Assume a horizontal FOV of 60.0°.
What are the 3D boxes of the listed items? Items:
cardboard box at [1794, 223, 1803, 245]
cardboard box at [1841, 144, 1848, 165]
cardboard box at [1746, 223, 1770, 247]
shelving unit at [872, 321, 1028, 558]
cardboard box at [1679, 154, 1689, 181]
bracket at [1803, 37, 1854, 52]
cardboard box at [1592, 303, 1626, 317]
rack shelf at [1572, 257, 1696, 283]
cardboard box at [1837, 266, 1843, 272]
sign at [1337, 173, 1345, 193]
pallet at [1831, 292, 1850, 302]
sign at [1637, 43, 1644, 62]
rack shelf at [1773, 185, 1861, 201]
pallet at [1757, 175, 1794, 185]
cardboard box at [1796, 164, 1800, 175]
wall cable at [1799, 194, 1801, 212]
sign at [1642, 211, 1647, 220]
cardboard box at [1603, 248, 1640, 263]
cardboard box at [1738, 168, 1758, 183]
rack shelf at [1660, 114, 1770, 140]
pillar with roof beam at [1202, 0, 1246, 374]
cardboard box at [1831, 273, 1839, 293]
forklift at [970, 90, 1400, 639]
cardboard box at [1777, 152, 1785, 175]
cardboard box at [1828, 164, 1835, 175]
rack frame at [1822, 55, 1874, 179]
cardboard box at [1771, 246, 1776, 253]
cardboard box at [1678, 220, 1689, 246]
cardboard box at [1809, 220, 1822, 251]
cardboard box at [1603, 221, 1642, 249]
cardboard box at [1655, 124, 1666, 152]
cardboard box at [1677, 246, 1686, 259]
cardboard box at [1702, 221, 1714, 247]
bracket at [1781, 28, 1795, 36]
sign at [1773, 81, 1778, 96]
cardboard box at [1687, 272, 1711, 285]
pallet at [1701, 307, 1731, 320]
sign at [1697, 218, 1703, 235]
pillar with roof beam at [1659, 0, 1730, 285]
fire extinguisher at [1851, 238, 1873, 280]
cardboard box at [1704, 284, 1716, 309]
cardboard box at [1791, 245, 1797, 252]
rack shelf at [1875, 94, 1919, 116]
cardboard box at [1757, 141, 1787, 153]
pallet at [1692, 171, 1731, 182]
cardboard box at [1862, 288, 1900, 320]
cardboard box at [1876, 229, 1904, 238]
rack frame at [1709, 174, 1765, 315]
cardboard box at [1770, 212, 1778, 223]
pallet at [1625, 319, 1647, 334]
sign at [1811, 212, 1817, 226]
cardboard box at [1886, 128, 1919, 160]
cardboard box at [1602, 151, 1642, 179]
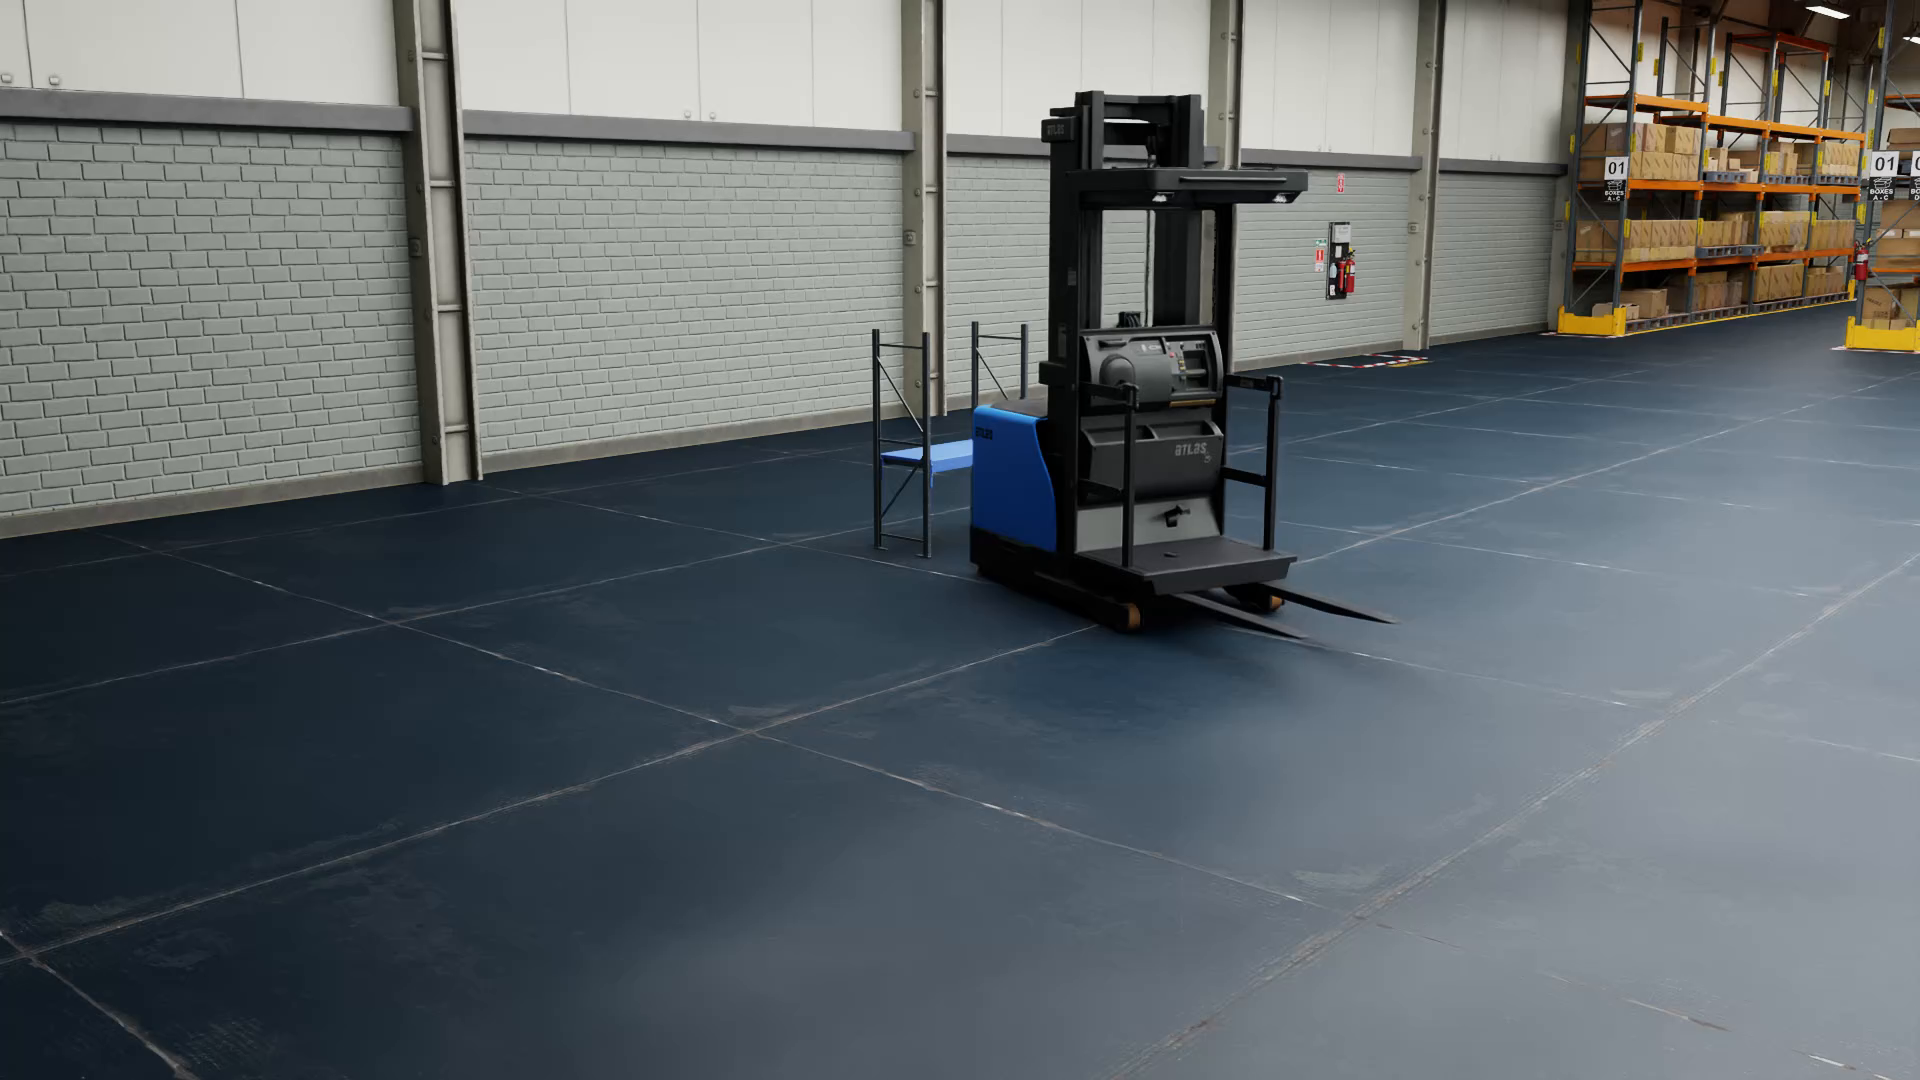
[{"bbox_3d":[19.157,-7.093,38.500,0.500,0.500,0.500,10,15,41],"label":"cardboard box"},{"bbox_3d":[21.287,-9.381,40.502,0.500,0.500,0.500,9,14,38],"label":"cardboard box"},{"bbox_3d":[17.474,-6.720,36.631,0.500,0.500,0.500,10,15,42],"label":"cardboard box"},{"bbox_3d":[-0.056,-0.723,11.501,0.538,1.500,1.048,10,15,40],"label":"shelving unit"},{"bbox_3d":[13.829,-7.239,32.331,0.500,0.500,0.500,8,14,36],"label":"cardboard box"},{"bbox_3d":[21.655,-12.381,41.535,0.076,0.066,4.783,10,15,40],"label":"bracket"},{"bbox_3d":[12.204,-4.287,31.258,0.500,0.311,0.500,8,14,34],"label":"cardboard box"},{"bbox_3d":[13.000,-5.241,32.130,1.077,0.370,4.000,10,15,40],"label":"rack shelf"},{"bbox_3d":[21.907,-6.794,41.720,0.380,0.149,0.250,10,15,40],"label":"cardboard box"},{"bbox_3d":[5.792,-5.422,25.278,0.001,0.298,0.199,10,15,40],"label":"sign"},{"bbox_3d":[21.773,-6.158,42.006,1.003,0.211,1.213,10,15,40],"label":"pallet"},{"bbox_3d":[12.088,-8.668,29.548,0.100,0.325,0.005,10,15,40],"label":"sign"},{"bbox_3d":[20.922,-8.478,40.676,1.077,0.370,4.000,10,15,40],"label":"rack shelf"},{"bbox_3d":[18.082,-8.121,37.539,1.003,0.211,1.213,11,16,43],"label":"pallet"},{"bbox_3d":[19.877,-8.849,39.752,0.500,0.250,0.500,10,15,41],"label":"cardboard box"},{"bbox_3d":[22.377,-8.463,43.829,0.084,1.984,1.851,10,15,40],"label":"wall cable"},{"bbox_3d":[13.901,-6.527,33.776,0.100,0.325,0.005,10,15,40],"label":"sign"},{"bbox_3d":[12.241,-5.267,30.753,0.500,0.250,0.500,9,15,39],"label":"cardboard box"},{"bbox_3d":[16.689,-7.773,35.487,0.500,0.311,0.500,10,15,40],"label":"cardboard box"},{"bbox_3d":[15.641,-8.575,34.528,1.077,0.370,4.000,10,15,40],"label":"rack shelf"},{"bbox_3d":[6.805,-6.134,19.448,9.100,9.000,0.400,10,15,40],"label":"pillar with roof beam"},{"bbox_3d":[21.525,-6.444,41.627,0.700,0.500,0.500,10,15,40],"label":"cardboard box"},{"bbox_3d":[1.222,-1.030,9.383,1.130,2.935,3.031,-6,13,-29],"label":"forklift"},{"bbox_3d":[18.240,-8.530,37.723,0.700,0.500,0.500,10,15,40],"label":"cardboard box"},{"bbox_3d":[20.603,-8.858,39.800,0.500,0.250,0.500,9,15,39],"label":"cardboard box"},{"bbox_3d":[22.242,-10.596,41.785,1.000,3.000,0.127,10,15,40],"label":"rack frame"},{"bbox_3d":[18.181,-6.575,37.561,0.380,0.149,0.250,10,15,41],"label":"cardboard box"},{"bbox_3d":[13.916,-6.008,32.553,0.500,0.500,0.500,10,15,40],"label":"cardboard box"},{"bbox_3d":[19.972,-7.290,39.786,0.980,0.700,0.700,10,15,41],"label":"cardboard box"},{"bbox_3d":[12.221,-5.635,30.683,0.500,0.500,0.500,10,15,40],"label":"cardboard box"},{"bbox_3d":[12.816,-7.489,31.031,0.500,0.500,0.500,10,15,42],"label":"cardboard box"},{"bbox_3d":[13.900,-5.643,32.639,0.500,0.250,0.500,10,15,41],"label":"cardboard box"},{"bbox_3d":[15.056,-6.305,34.240,0.500,0.500,0.700,-10,15,-42],"label":"cardboard box"},{"bbox_3d":[19.406,-11.880,39.026,0.235,0.232,0.430,10,15,40],"label":"bracket"},{"bbox_3d":[19.201,-10.618,39.109,0.100,0.325,0.005,10,15,40],"label":"sign"},{"bbox_3d":[15.423,-5.499,34.927,0.500,0.250,0.500,9,15,39],"label":"cardboard box"},{"bbox_3d":[15.639,-4.816,35.283,1.003,0.211,1.213,10,15,40],"label":"pallet"},{"bbox_3d":[14.733,-6.244,33.103,0.100,0.325,0.005,10,15,40],"label":"sign"},{"bbox_3d":[18.687,-8.783,32.708,9.100,9.000,0.548,10,15,40],"label":"pillar with roof beam"},{"bbox_3d":[14.977,-4.664,27.604,0.296,0.674,0.183,10,15,40],"label":"fire extinguisher"},{"bbox_3d":[15.465,-5.141,35.051,0.700,0.500,0.500,10,15,41],"label":"cardboard box"},{"bbox_3d":[19.107,-6.746,38.421,0.380,0.149,0.250,10,15,40],"label":"cardboard box"},{"bbox_3d":[16.724,-7.347,28.378,1.077,0.370,4.000,10,15,40],"label":"rack shelf"},{"bbox_3d":[18.569,-8.973,38.026,0.500,0.250,0.500,9,15,39],"label":"cardboard box"},{"bbox_3d":[14.808,-7.344,33.643,1.213,0.211,1.003,10,15,40],"label":"pallet"},{"bbox_3d":[15.534,-4.002,28.125,0.500,0.500,0.500,10,15,40],"label":"cardboard box"},{"bbox_3d":[15.513,-5.108,27.714,0.380,0.149,0.250,9,15,39],"label":"cardboard box"},{"bbox_3d":[16.961,-6.477,36.480,1.000,3.000,0.127,10,15,40],"label":"rack frame"},{"bbox_3d":[17.809,-7.162,36.929,0.500,0.250,0.500,9,15,40],"label":"cardboard box"},{"bbox_3d":[12.293,-4.058,31.491,1.003,0.211,1.213,10,15,40],"label":"pallet"},{"bbox_3d":[20.015,-7.525,38.976,0.100,0.325,0.005,10,15,40],"label":"sign"},{"bbox_3d":[15.786,-6.540,27.445,0.637,0.503,0.797,-11,16,-44],"label":"cardboard box"},{"bbox_3d":[12.089,-6.846,30.366,0.500,0.500,0.500,10,15,42],"label":"cardboard box"}]
